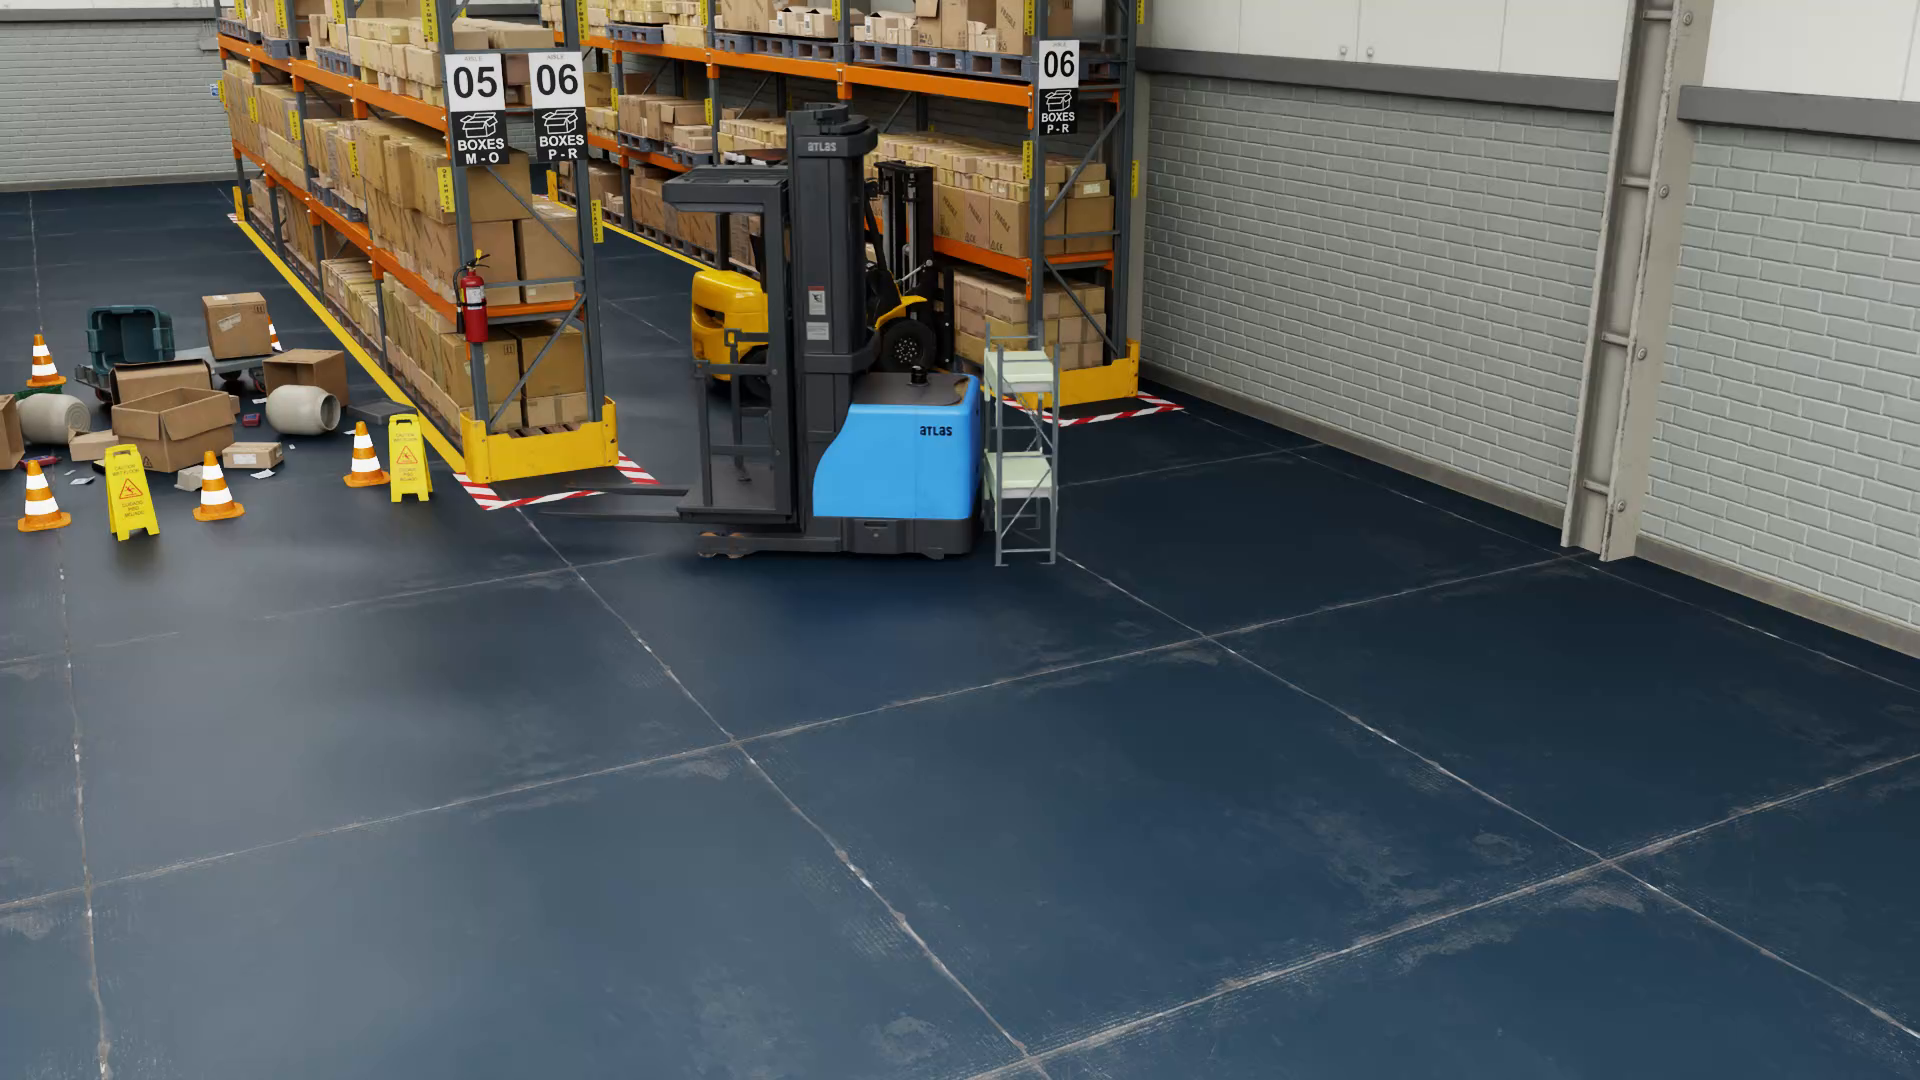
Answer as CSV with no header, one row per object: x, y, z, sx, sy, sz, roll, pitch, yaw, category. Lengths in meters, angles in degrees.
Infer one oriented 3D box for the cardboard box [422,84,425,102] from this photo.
-3.947,-3.471,12.877,0.380,0.149,0.250,-9,21,-25,cardboard box

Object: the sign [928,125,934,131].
-0.333,-4.416,18.381,0.100,0.325,0.005,-10,21,-27,sign

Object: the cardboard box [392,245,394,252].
-5.002,-2.718,15.294,0.380,0.149,0.250,-10,21,-27,cardboard box

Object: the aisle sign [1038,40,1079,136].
0.851,-3.899,14.346,0.394,0.787,0.004,-10,21,-27,aisle sign

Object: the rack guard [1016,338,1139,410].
1.090,-1.546,15.345,1.175,0.500,0.348,-10,21,-27,rack guard

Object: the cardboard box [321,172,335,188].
-6.790,-3.964,18.263,0.380,0.149,0.250,-10,21,-26,cardboard box

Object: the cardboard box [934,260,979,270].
-0.145,-2.625,16.679,0.500,0.250,0.500,-10,22,-28,cardboard box

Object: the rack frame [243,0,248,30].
-8.987,-8.245,21.730,1.000,3.000,0.127,-10,21,-27,rack frame

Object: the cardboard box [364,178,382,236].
-5.224,-3.131,15.497,0.500,0.500,0.500,-10,21,-27,cardboard box

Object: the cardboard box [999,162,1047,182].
0.578,-3.365,15.181,0.380,0.149,0.250,-10,21,-27,cardboard box

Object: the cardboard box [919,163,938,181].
-0.185,-3.657,16.484,0.380,0.149,0.250,-10,22,-28,cardboard box

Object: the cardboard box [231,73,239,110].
-10.406,-6.602,24.478,0.500,0.500,0.500,-10,21,-27,cardboard box

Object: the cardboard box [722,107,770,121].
-2.827,-5.449,22.026,0.500,0.500,0.500,-9,21,-24,cardboard box

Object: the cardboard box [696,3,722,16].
-3.144,-6.760,21.187,0.380,0.149,0.250,-9,21,-25,cardboard box

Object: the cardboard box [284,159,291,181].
-8.037,-4.586,20.554,0.500,0.250,0.500,-10,22,-27,cardboard box

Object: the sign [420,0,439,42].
-3.786,-3.721,11.859,0.100,0.325,0.005,-10,21,-27,sign

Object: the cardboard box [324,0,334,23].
-6.079,-5.331,16.702,0.500,0.250,0.500,-10,21,-26,cardboard box

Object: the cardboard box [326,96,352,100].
-7.350,-5.101,20.130,0.500,0.500,0.500,-10,21,-26,cardboard box

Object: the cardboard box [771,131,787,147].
-2.006,-4.726,19.582,0.380,0.149,0.250,-11,22,-28,cardboard box

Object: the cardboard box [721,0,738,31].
-2.591,-6.496,20.310,0.500,0.500,0.500,-10,21,-26,cardboard box

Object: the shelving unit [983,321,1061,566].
0.407,-0.660,11.246,0.431,1.500,0.755,-2,19,-5,shelving unit

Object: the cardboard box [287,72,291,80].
-9.202,-6.505,23.202,0.380,0.149,0.250,-10,22,-27,cardboard box

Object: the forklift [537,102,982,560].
-1.390,-1.432,11.287,3.031,2.935,1.130,2,19,5,forklift

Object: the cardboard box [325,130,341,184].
-6.335,-4.038,17.481,0.500,0.500,0.500,-11,22,-29,cardboard box

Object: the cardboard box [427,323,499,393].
-4.149,-1.556,13.965,0.500,0.500,0.500,-9,21,-25,cardboard box

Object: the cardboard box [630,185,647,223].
-4.588,-5.022,24.776,0.500,0.500,0.500,-9,21,-24,cardboard box

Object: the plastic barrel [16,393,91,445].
-7.607,-1.011,13.912,0.512,0.421,0.421,4,19,11,plastic barrel

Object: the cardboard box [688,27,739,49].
-3.178,-6.488,21.465,0.500,0.250,0.500,-11,22,-28,cardboard box

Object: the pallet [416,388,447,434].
-4.254,-1.256,14.949,1.003,0.211,1.213,-10,21,-27,pallet

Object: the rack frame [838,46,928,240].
-0.821,-3.883,18.285,1.000,3.000,0.127,-10,21,-27,rack frame

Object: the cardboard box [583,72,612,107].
-5.828,-7.149,26.375,0.500,0.500,0.500,-9,21,-25,cardboard box

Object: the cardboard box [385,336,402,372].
-5.145,-1.800,15.821,0.500,0.250,0.500,-11,22,-29,cardboard box

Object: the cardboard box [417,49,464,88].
-3.768,-3.557,12.517,0.500,0.250,0.500,-10,22,-27,cardboard box

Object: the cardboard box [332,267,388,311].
-6.470,-2.843,18.656,0.950,0.372,0.625,-10,22,-28,cardboard box

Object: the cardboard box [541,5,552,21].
-6.549,-8.645,27.262,0.500,0.250,0.500,-10,22,-27,cardboard box

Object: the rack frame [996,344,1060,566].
0.441,-0.541,10.901,0.400,1.500,0.023,-2,19,-5,rack frame

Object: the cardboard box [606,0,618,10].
-4.864,-7.711,23.913,0.380,0.149,0.250,-9,21,-25,cardboard box

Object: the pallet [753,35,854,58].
-1.786,-5.858,19.700,1.003,0.211,1.213,-9,21,-24,pallet

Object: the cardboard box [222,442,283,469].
-5.688,-0.680,13.374,0.380,0.149,0.250,1,19,2,cardboard box

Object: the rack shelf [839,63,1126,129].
0.129,-4.386,16.249,1.077,0.370,4.000,-10,21,-27,rack shelf

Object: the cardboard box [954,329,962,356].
0.120,-2.008,16.424,0.500,0.250,0.500,-10,21,-26,cardboard box

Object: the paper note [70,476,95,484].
-6.827,-0.465,12.936,0.144,0.017,0.142,-3,19,-8,paper note

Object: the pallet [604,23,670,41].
-4.372,-7.310,23.907,1.213,0.211,1.003,-10,21,-27,pallet

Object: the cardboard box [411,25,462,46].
-4.120,-3.994,13.173,0.380,0.149,0.250,-10,21,-27,cardboard box

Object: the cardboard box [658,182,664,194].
-4.124,-5.065,23.905,0.380,0.149,0.250,-10,21,-27,cardboard box

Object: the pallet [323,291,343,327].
-6.717,-2.718,19.185,1.003,0.211,1.213,-10,21,-27,pallet

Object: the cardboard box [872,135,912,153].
-0.712,-4.181,17.546,0.380,0.149,0.250,-10,21,-26,cardboard box

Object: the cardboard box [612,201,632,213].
-5.143,-5.144,25.668,0.380,0.149,0.250,-11,22,-28,cardboard box

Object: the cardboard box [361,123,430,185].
-4.946,-3.463,14.927,0.700,0.500,0.500,-10,21,-26,cardboard box

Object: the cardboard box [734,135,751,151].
-2.488,-4.887,20.659,0.500,0.250,0.500,-9,21,-25,cardboard box

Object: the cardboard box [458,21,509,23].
-4.025,-4.301,14.062,0.380,0.149,0.250,-10,21,-26,cardboard box

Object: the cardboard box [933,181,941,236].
-0.117,-3.322,16.507,0.500,0.500,0.500,-10,21,-26,cardboard box

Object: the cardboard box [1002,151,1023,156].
0.623,-3.657,16.028,0.380,0.149,0.250,-9,21,-25,cardboard box

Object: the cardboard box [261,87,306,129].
-8.765,-5.616,21.623,0.500,0.500,0.500,-10,21,-27,cardboard box
